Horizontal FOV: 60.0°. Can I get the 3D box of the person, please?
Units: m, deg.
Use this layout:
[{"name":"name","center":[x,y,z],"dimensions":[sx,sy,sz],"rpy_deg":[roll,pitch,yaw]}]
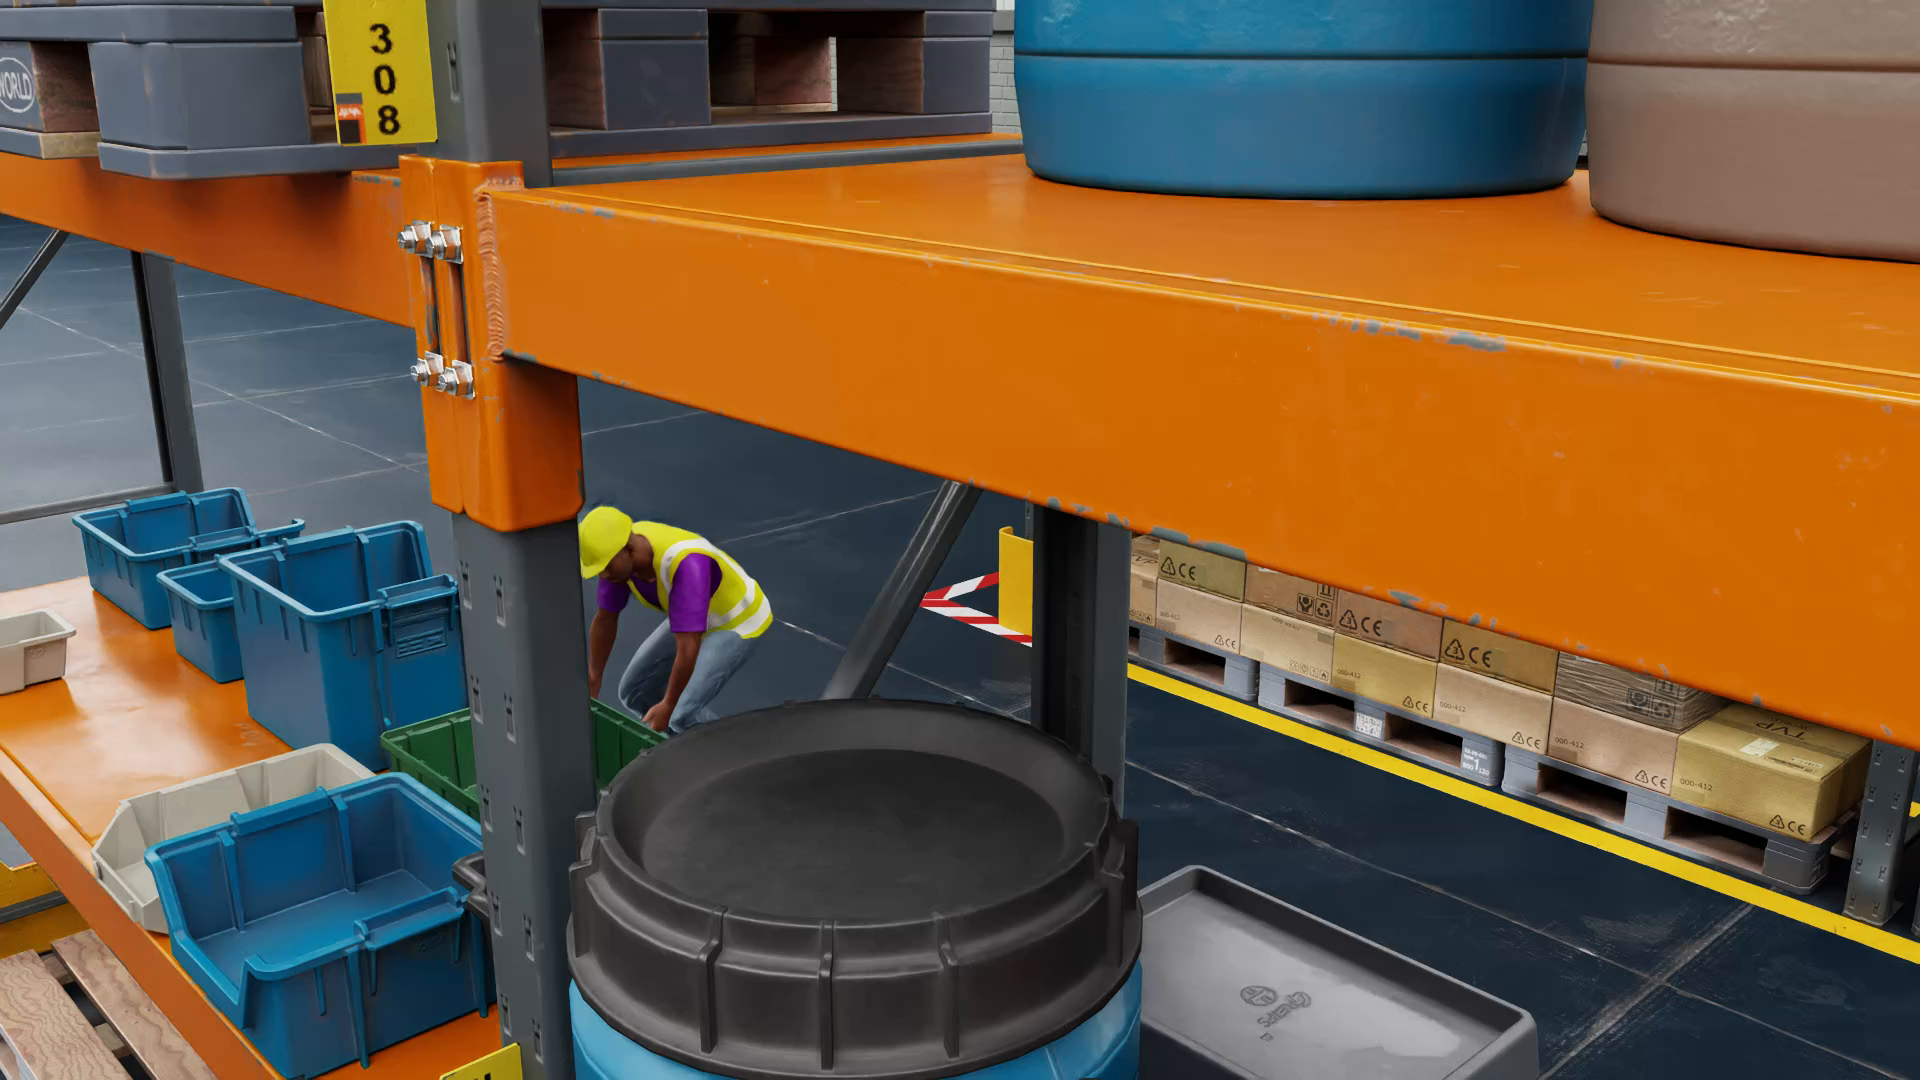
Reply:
[{"name":"person","center":[-1.111,0.415,6.536],"dimensions":[0.828,1.253,0.625],"rpy_deg":[-16,23,-41]}]
